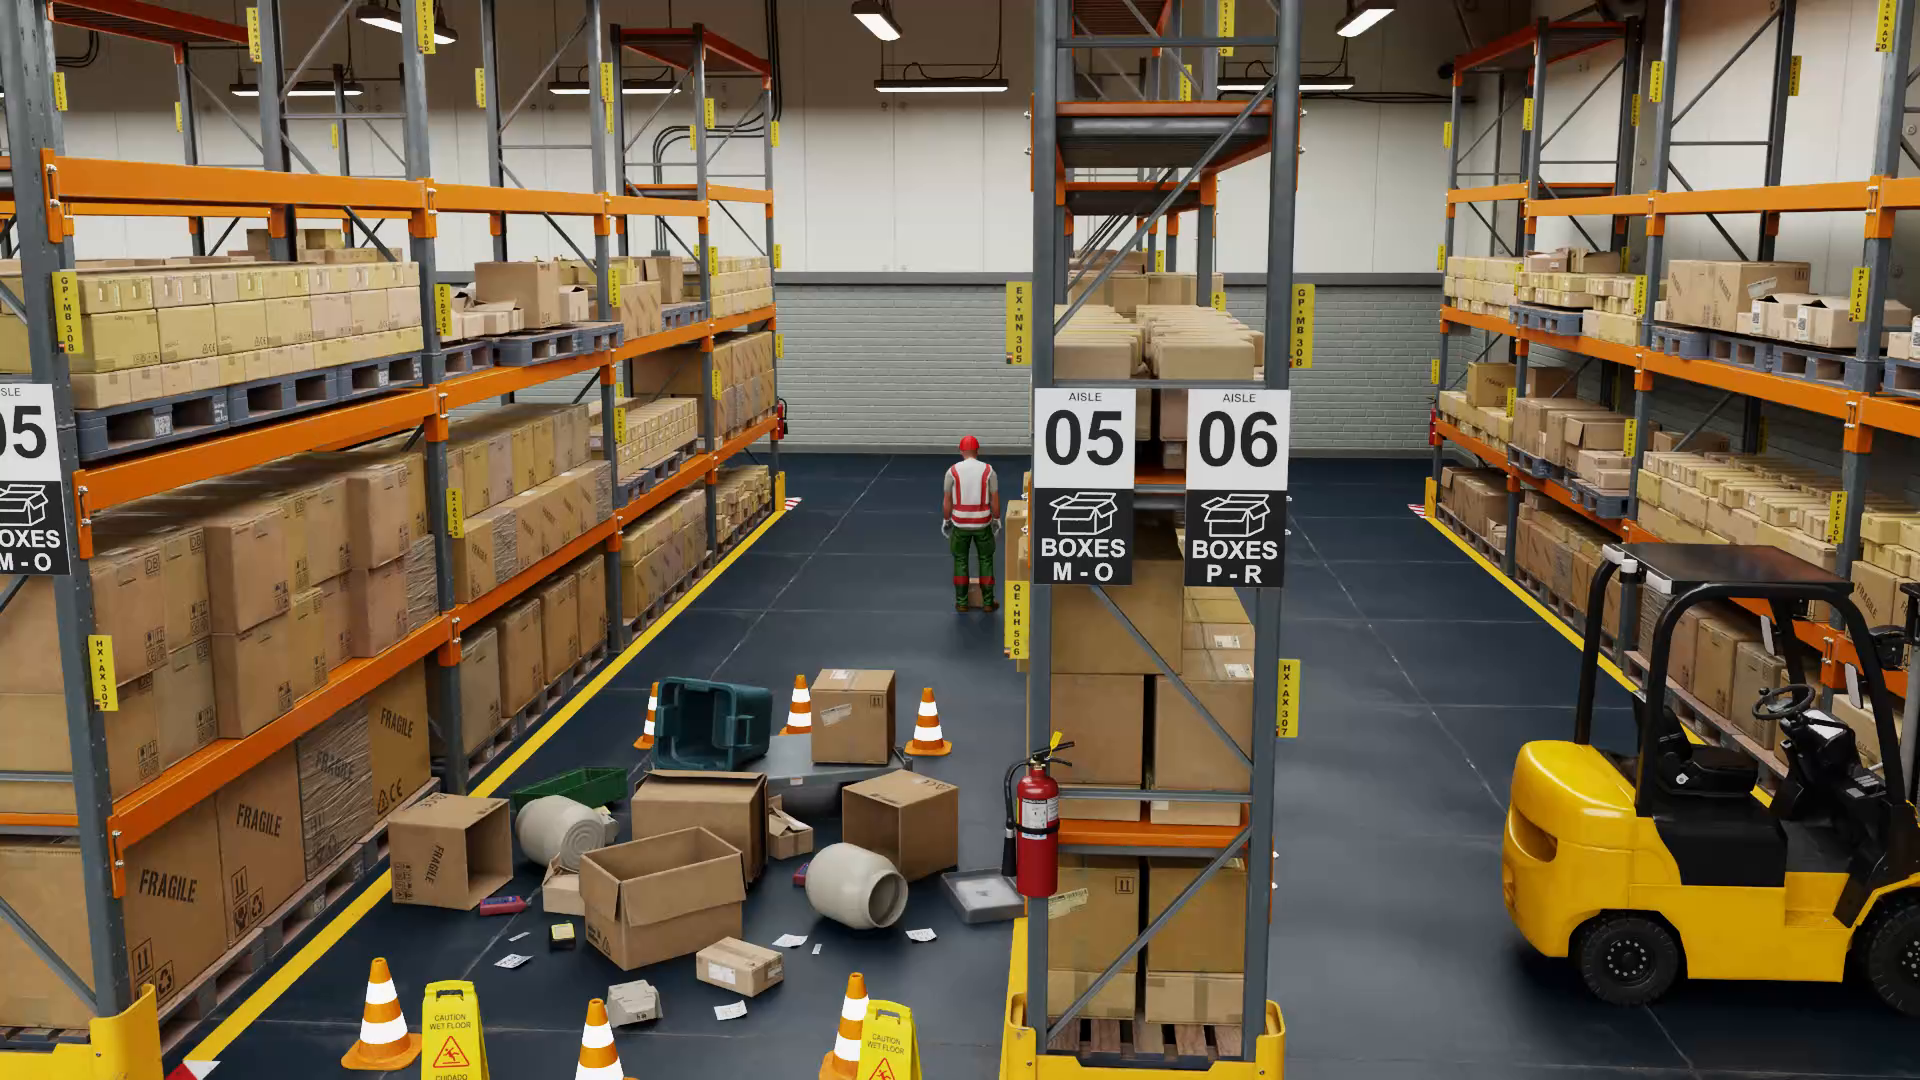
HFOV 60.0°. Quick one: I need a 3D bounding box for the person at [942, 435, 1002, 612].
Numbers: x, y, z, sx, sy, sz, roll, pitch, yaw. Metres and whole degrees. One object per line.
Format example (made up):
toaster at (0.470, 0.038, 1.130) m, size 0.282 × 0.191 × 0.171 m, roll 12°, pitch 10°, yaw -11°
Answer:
person at (0.120, -0.168, 16.783) m, size 0.609 × 1.777 × 0.453 m, roll 0°, pitch 11°, yaw 1°
